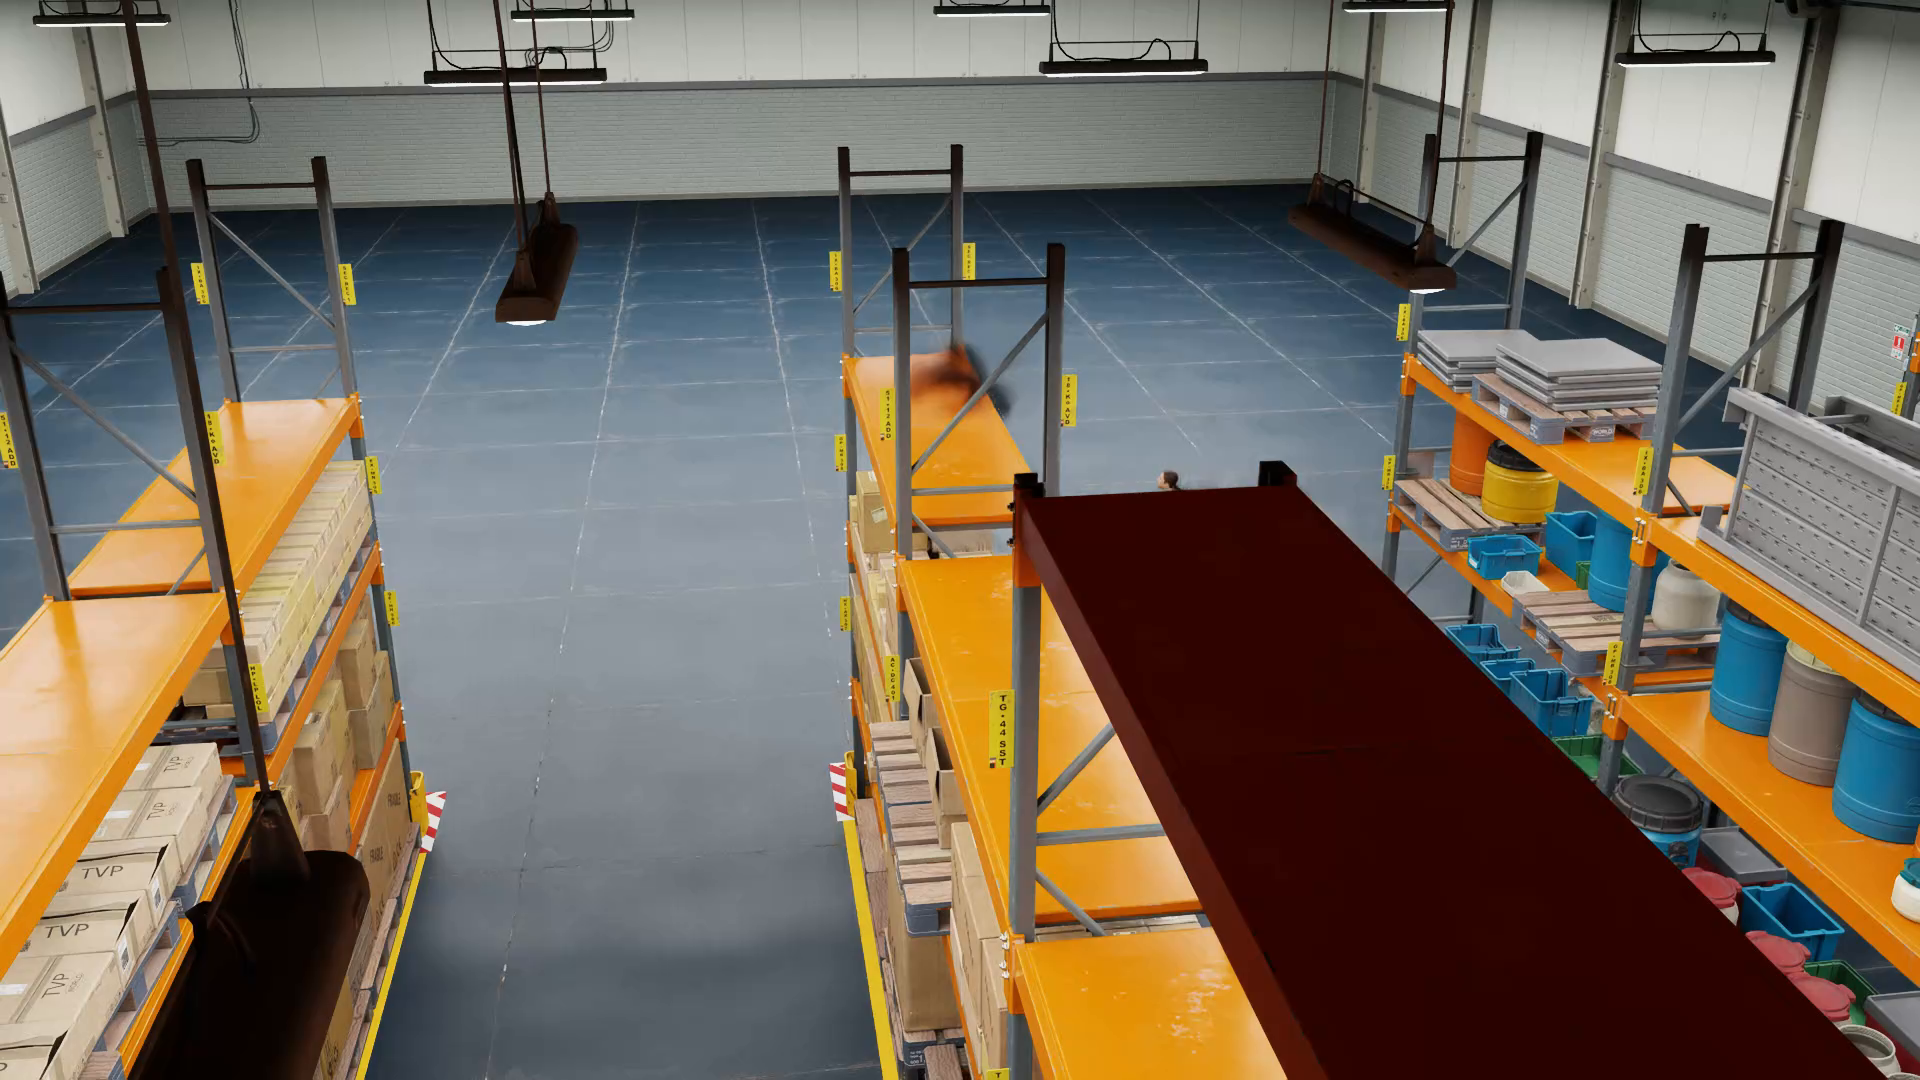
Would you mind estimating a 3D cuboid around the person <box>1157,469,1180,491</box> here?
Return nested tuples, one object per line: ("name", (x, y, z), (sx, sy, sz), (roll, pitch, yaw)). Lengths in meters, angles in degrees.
("person", (2.439, -0.062, 19.607), (0.598, 1.626, 0.596), (3, 22, 7))

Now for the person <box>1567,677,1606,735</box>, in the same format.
("person", (6.056, 1.443, 15.641), (0.730, 1.739, 0.635), (-7, 23, -18))
